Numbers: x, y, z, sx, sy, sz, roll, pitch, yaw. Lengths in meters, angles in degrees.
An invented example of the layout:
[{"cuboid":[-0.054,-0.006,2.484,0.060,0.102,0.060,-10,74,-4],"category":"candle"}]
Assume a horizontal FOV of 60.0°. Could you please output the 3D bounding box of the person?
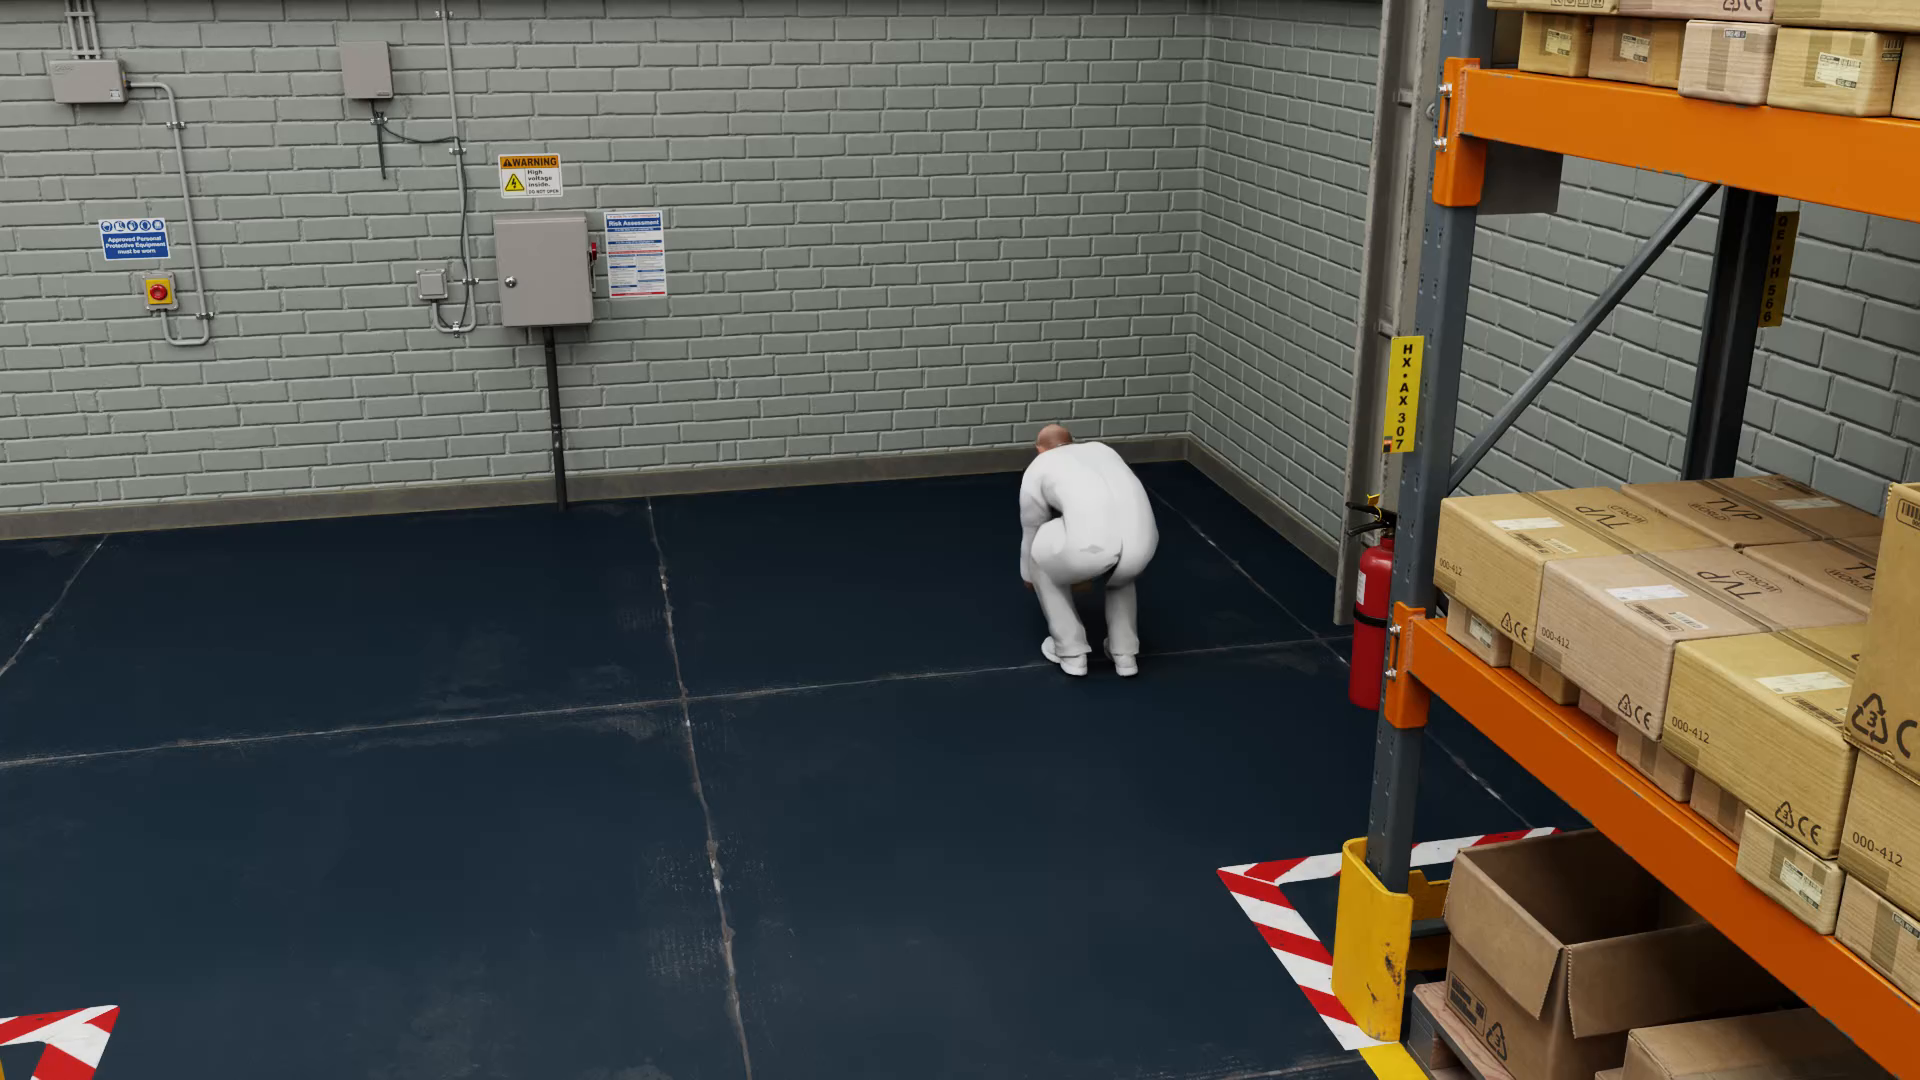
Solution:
[{"cuboid":[0.570,0.051,7.610,0.587,1.007,0.942,-5,20,-15],"category":"person"}]
